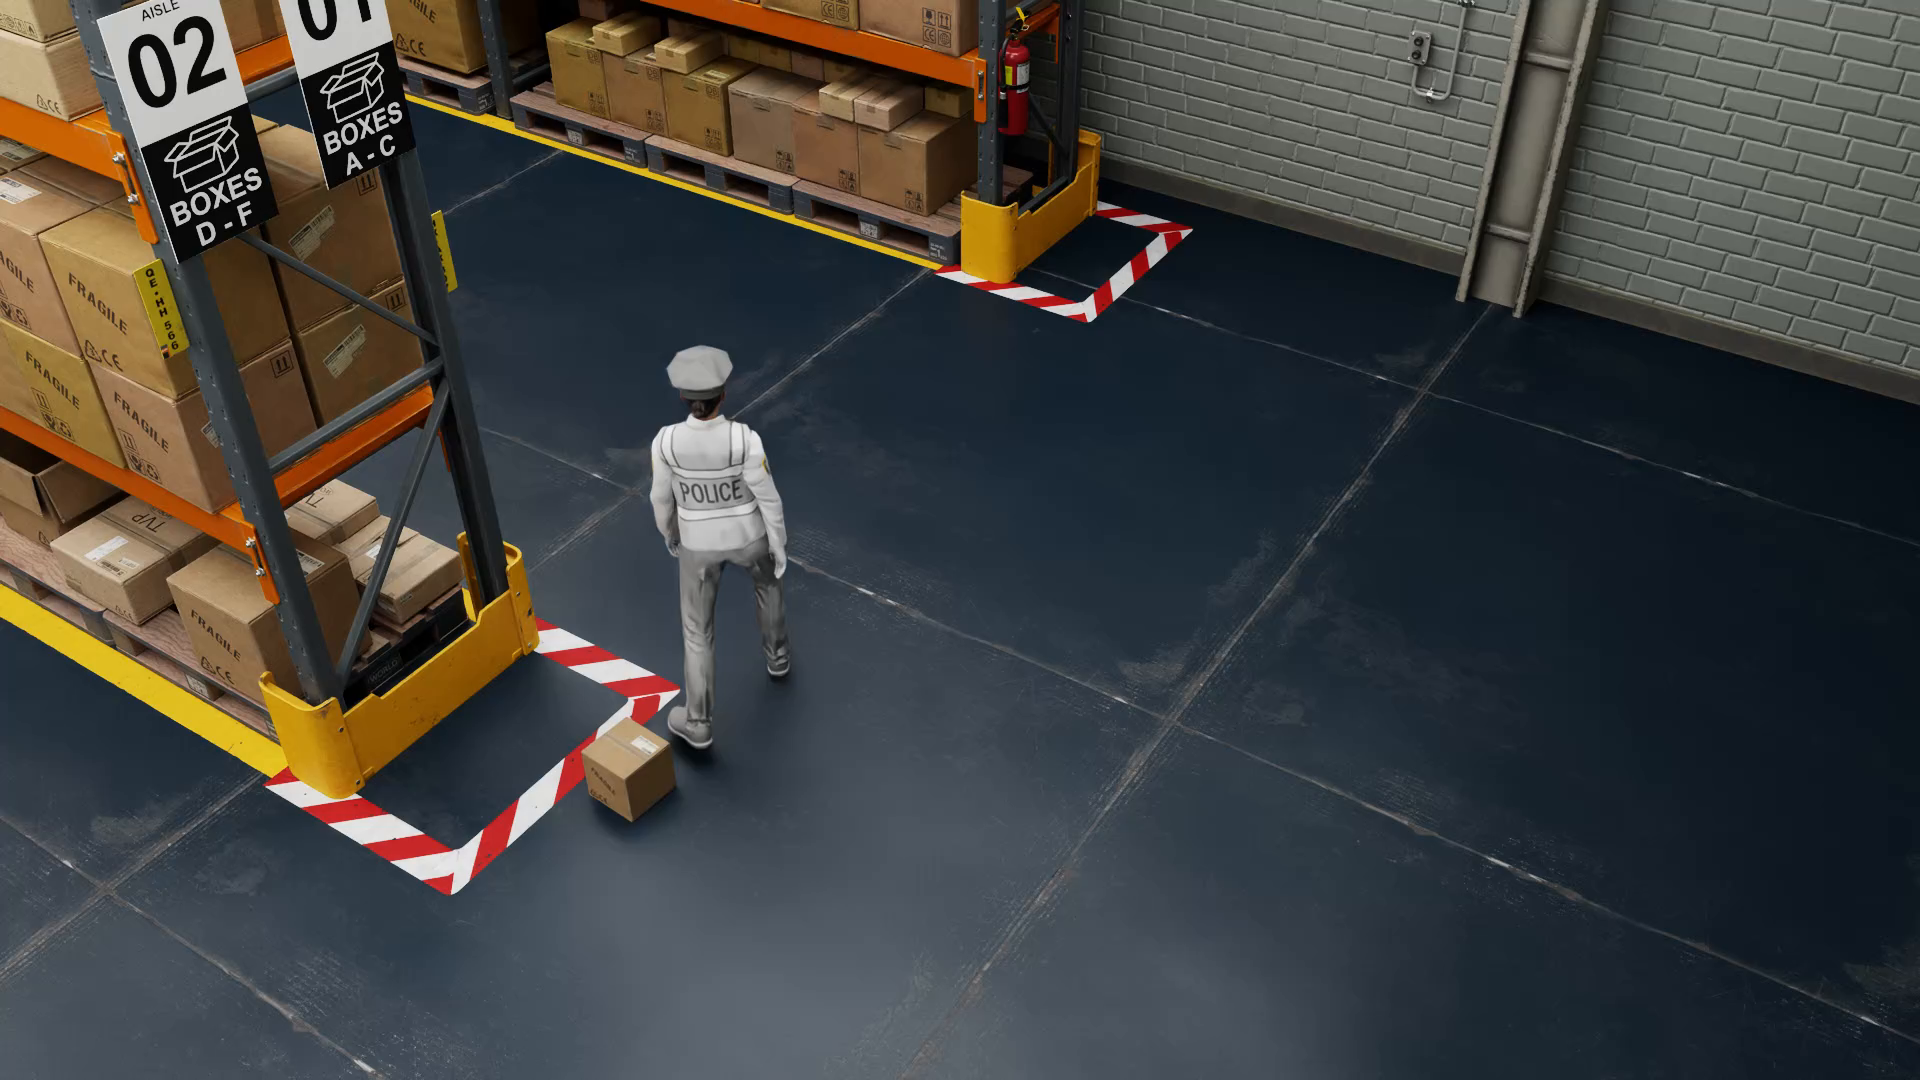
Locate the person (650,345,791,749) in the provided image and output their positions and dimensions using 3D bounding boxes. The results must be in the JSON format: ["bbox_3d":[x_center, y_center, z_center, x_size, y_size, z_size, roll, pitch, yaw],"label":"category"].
[{"bbox_3d":[-0.966,0.037,6.646,0.549,1.624,0.764,-3,39,-4],"label":"person"}]
